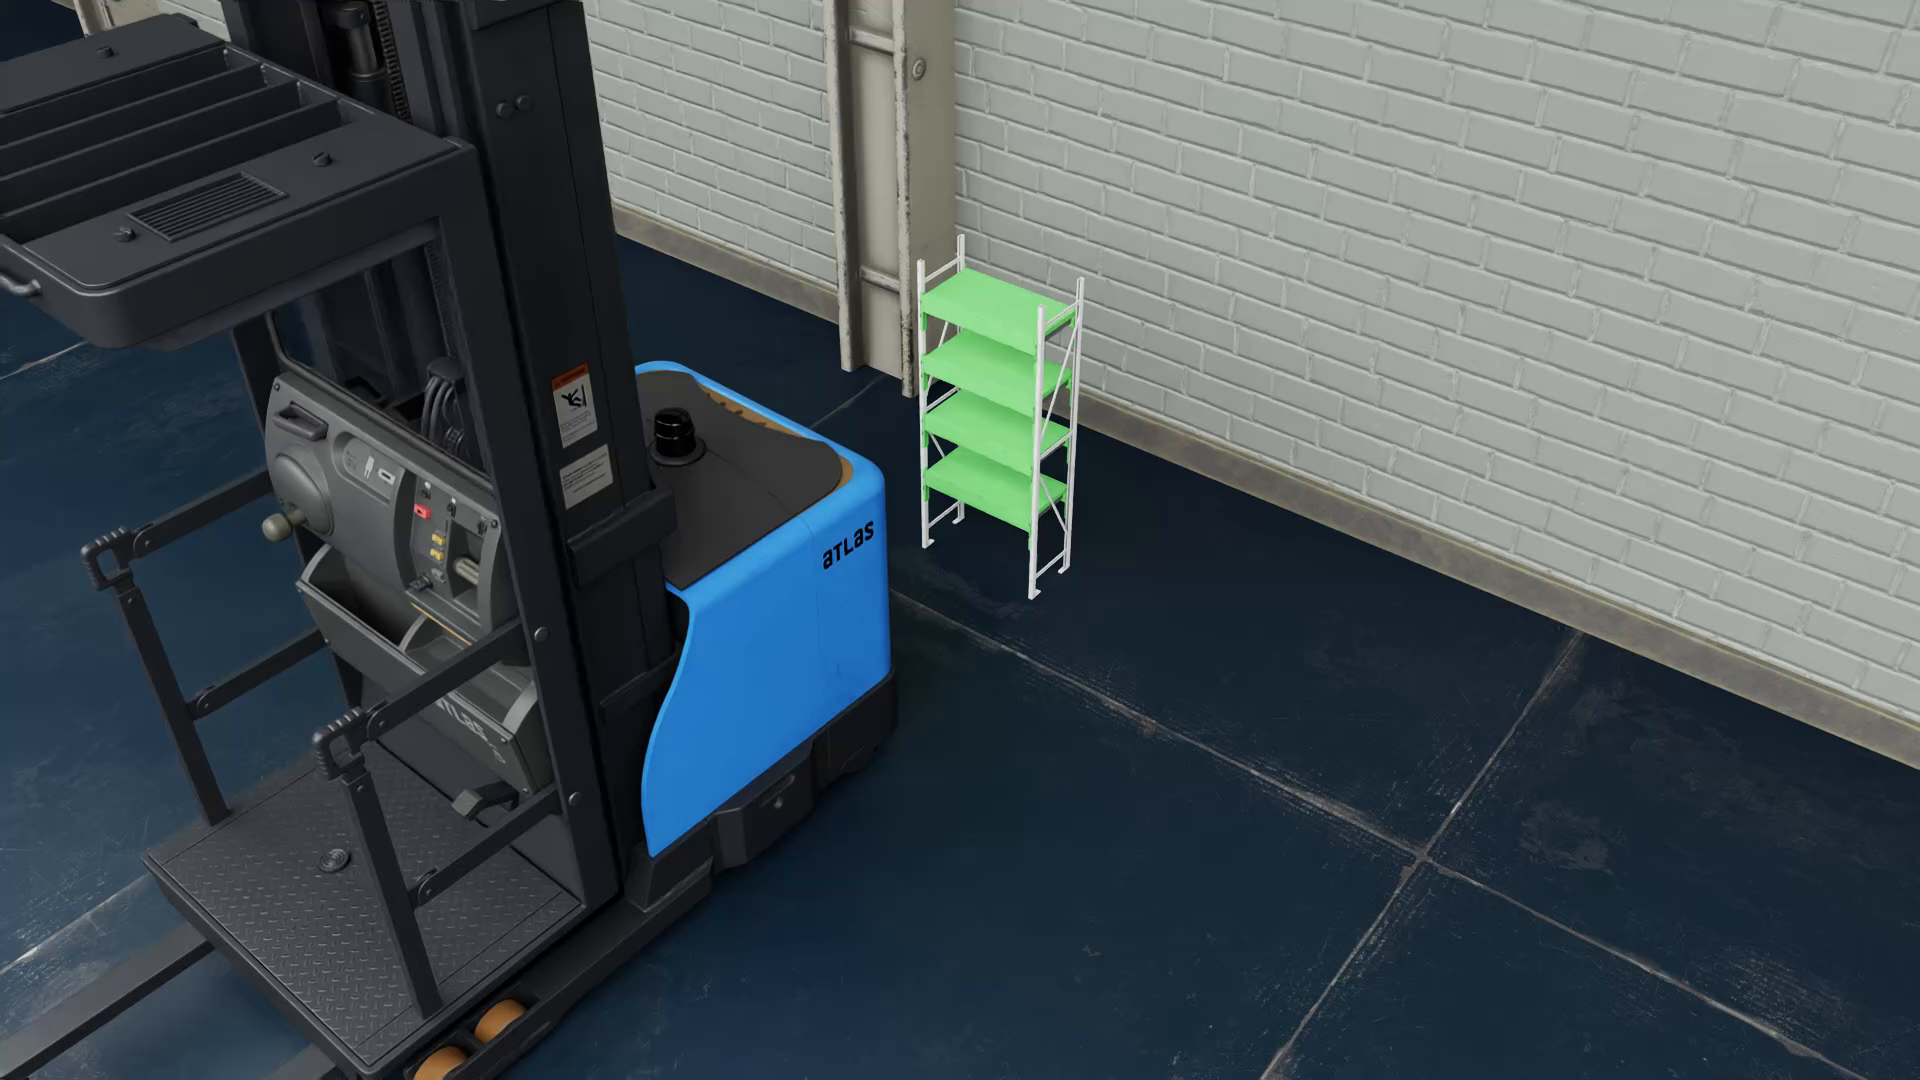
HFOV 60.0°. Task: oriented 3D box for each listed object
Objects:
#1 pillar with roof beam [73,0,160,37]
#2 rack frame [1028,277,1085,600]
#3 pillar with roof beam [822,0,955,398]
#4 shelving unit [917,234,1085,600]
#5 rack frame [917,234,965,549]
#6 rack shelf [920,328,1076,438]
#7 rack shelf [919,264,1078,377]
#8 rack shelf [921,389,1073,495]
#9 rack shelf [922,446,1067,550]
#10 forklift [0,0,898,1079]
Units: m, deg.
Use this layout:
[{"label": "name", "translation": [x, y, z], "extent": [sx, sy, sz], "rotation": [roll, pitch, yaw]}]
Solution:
[{"label": "pillar with roof beam", "translation": [-7.648, -4.428, 4.606], "extent": [0.400, 9.000, 9.100], "rotation": [25, 45, 29]}, {"label": "rack frame", "translation": [0.325, -0.319, 5.684], "extent": [0.015, 1.200, 0.240], "rotation": [25, 45, 29]}, {"label": "pillar with roof beam", "translation": [-2.883, -2.181, 1.736], "extent": [0.400, 9.000, 9.100], "rotation": [25, 45, 29]}, {"label": "shelving unit", "translation": [0.131, -0.410, 5.801], "extent": [0.503, 1.200, 0.258], "rotation": [25, 45, 29]}, {"label": "rack frame", "translation": [-0.062, -0.502, 5.918], "extent": [0.015, 1.200, 0.240], "rotation": [25, 45, 29]}, {"label": "rack shelf", "translation": [0.131, -0.549, 5.692], "extent": [0.480, 0.148, 0.258], "rotation": [25, 45, 29]}, {"label": "rack shelf", "translation": [0.131, -0.738, 5.544], "extent": [0.480, 0.148, 0.258], "rotation": [25, 45, 29]}, {"label": "rack shelf", "translation": [0.131, -0.360, 5.840], "extent": [0.480, 0.148, 0.258], "rotation": [25, 45, 29]}, {"label": "rack shelf", "translation": [0.131, -0.171, 5.988], "extent": [0.480, 0.148, 0.258], "rotation": [25, 45, 29]}, {"label": "forklift", "translation": [-1.536, -0.016, 3.893], "extent": [1.130, 2.935, 3.031], "rotation": [27, 46, 31]}]
